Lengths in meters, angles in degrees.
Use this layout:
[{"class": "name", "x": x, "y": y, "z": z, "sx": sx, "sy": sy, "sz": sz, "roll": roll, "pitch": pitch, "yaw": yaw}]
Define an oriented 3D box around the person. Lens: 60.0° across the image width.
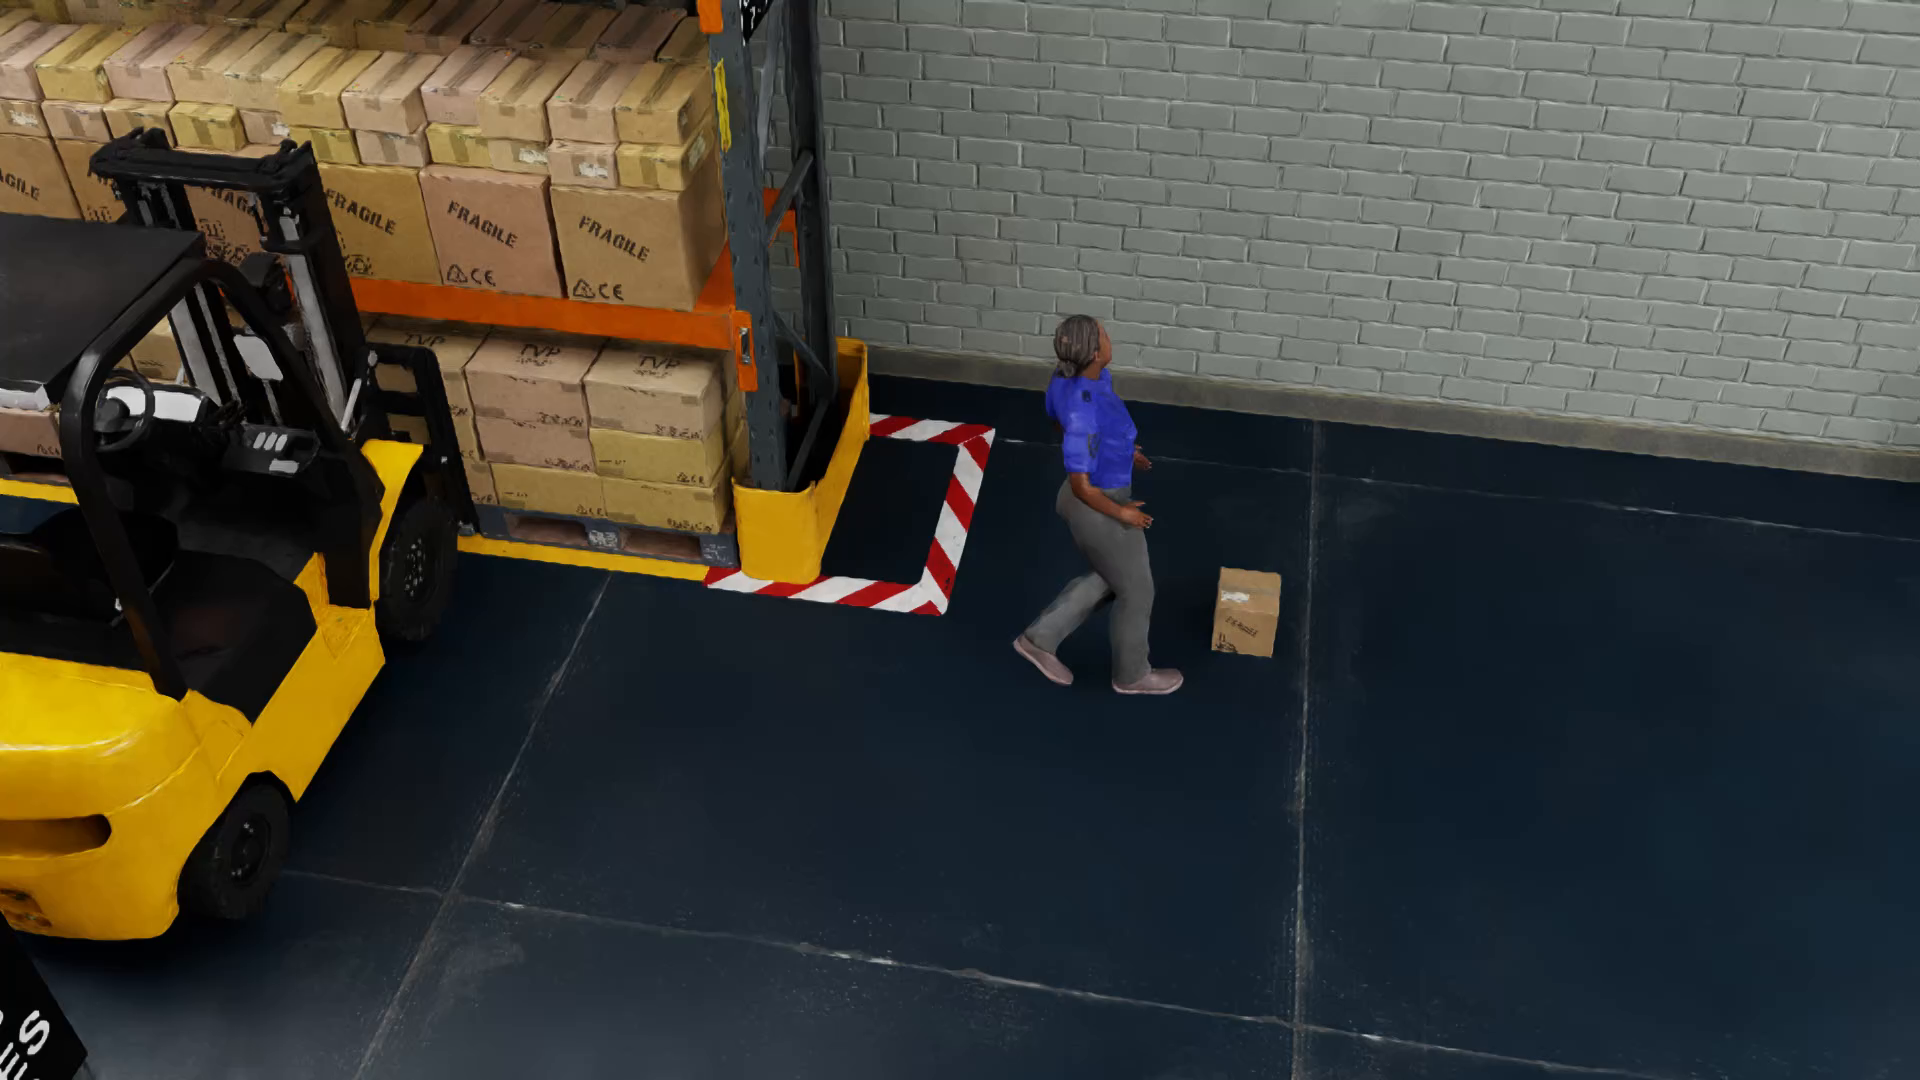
[{"class": "person", "x": 0.522, "y": -0.133, "z": 6.345, "sx": 0.680, "sy": 1.613, "sz": 0.610, "roll": -8, "pitch": 41, "yaw": -10}]
